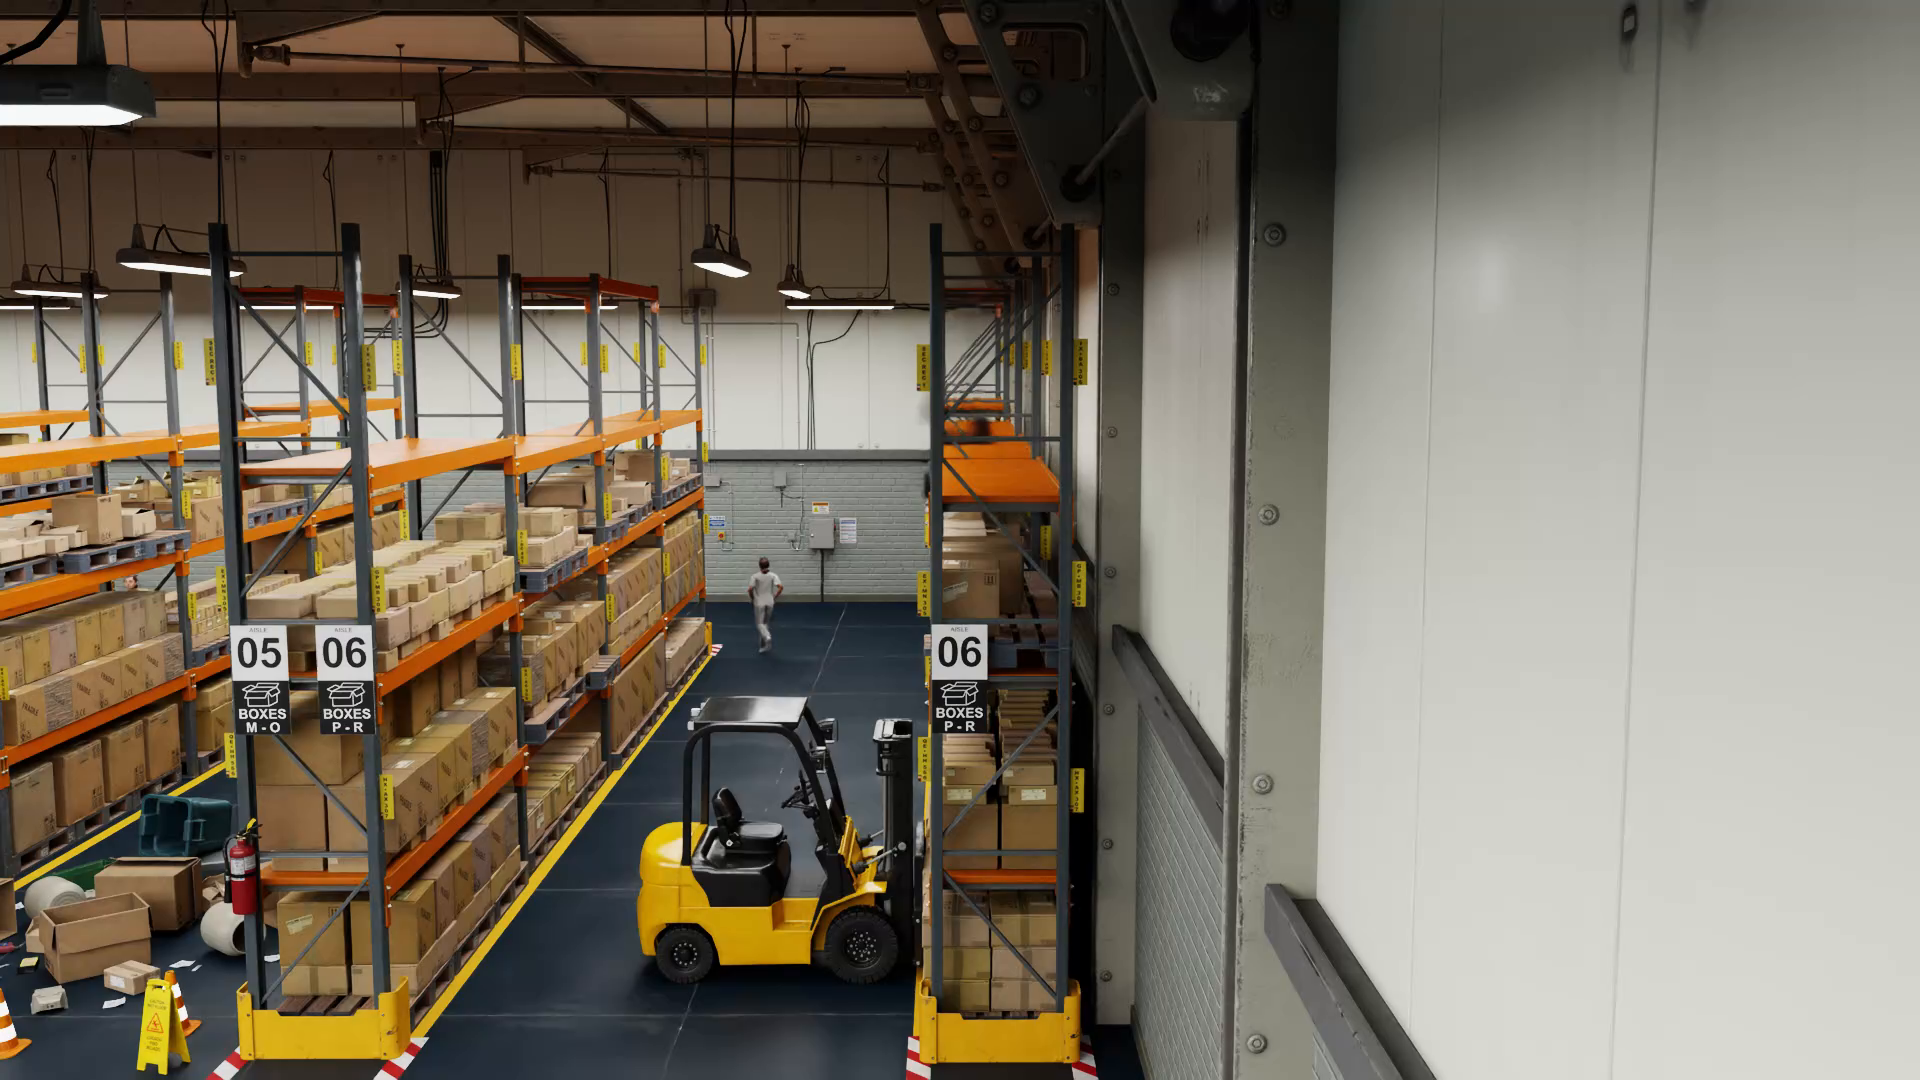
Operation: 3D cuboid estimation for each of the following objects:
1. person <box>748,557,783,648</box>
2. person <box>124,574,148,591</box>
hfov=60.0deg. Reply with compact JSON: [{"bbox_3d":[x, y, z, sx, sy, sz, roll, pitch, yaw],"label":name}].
[{"bbox_3d":[-3.256,1.067,27.846,0.577,1.568,0.653,-3,7,-24],"label":"person"},{"bbox_3d":[-12.692,1.282,25.580,0.529,1.564,0.816,0,7,-4],"label":"person"}]
